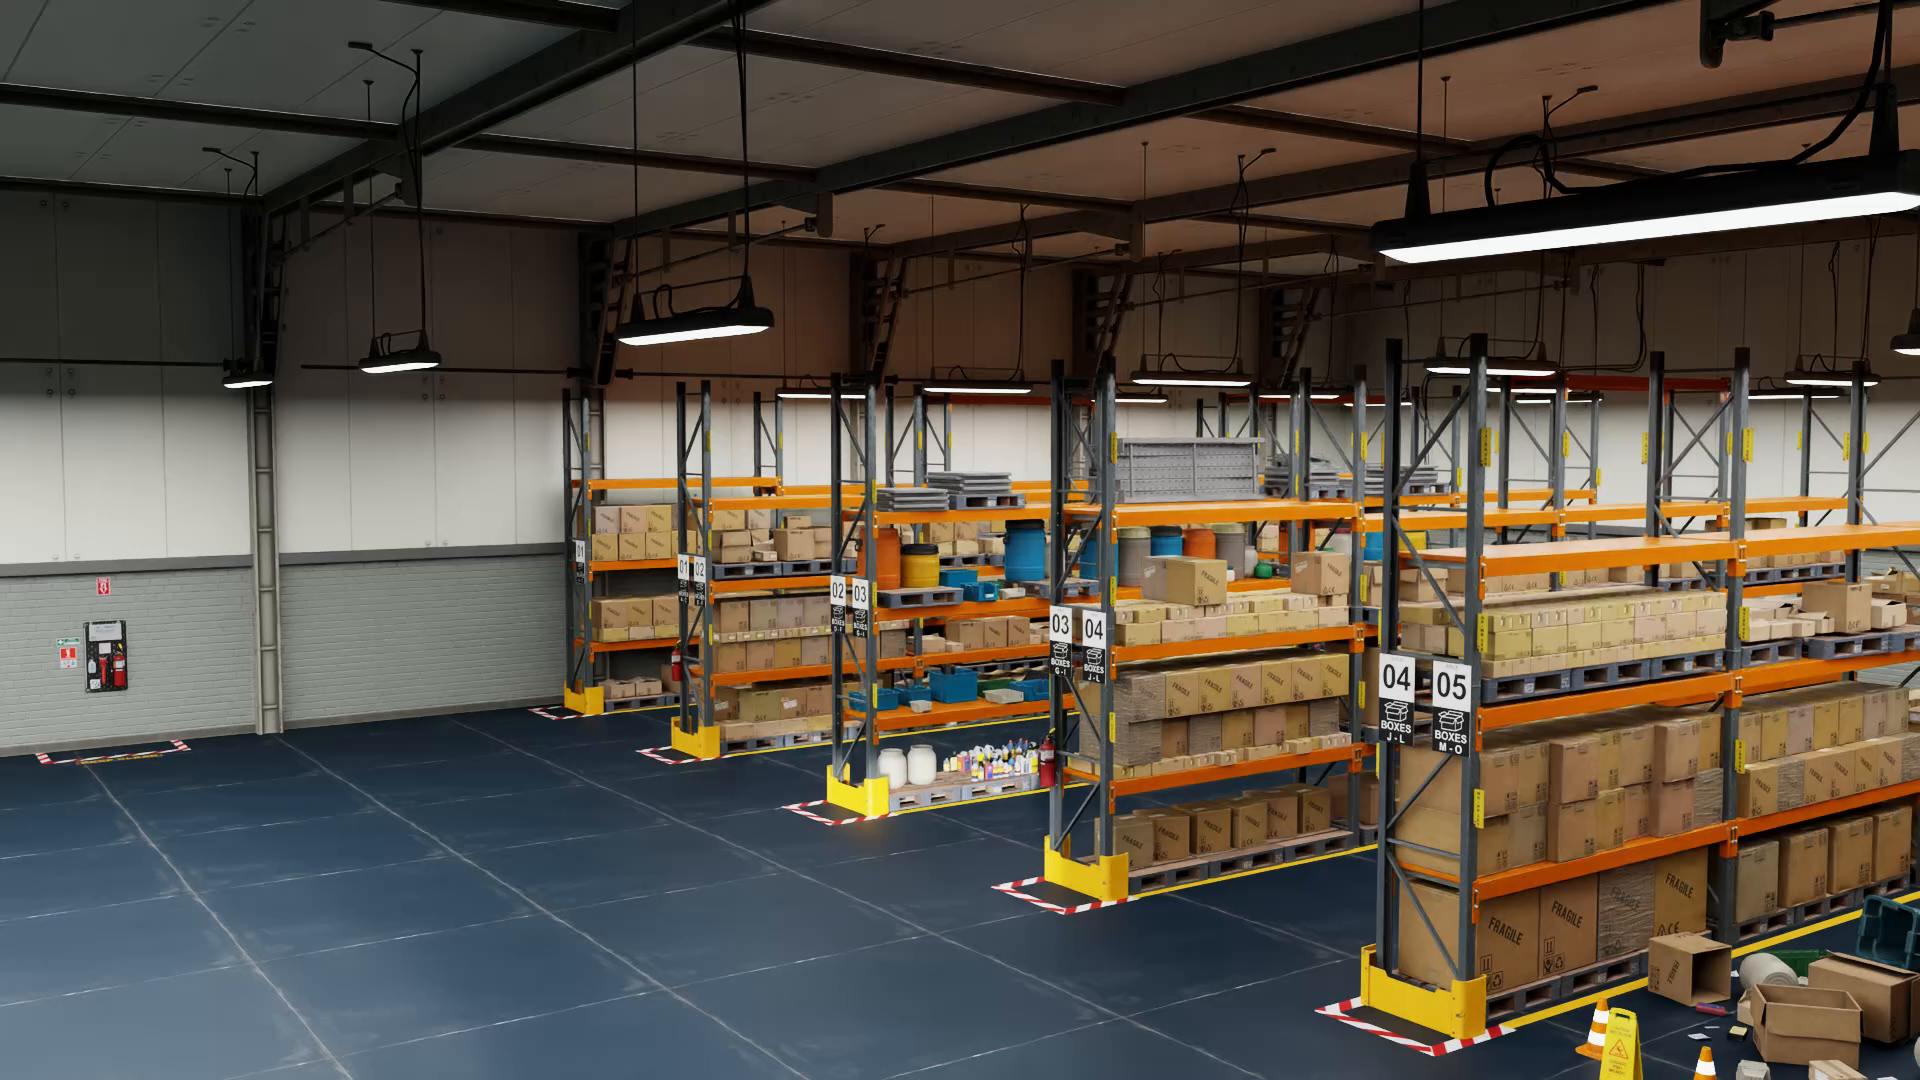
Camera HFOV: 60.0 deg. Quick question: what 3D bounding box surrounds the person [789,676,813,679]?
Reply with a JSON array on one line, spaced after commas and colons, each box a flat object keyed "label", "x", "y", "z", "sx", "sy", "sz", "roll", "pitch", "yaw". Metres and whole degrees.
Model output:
[{"label": "person", "x": -3.149, "y": 2.261, "z": 31.790, "sx": 0.547, "sy": 1.677, "sz": 0.976, "roll": 3, "pitch": 5, "yaw": 43}]
